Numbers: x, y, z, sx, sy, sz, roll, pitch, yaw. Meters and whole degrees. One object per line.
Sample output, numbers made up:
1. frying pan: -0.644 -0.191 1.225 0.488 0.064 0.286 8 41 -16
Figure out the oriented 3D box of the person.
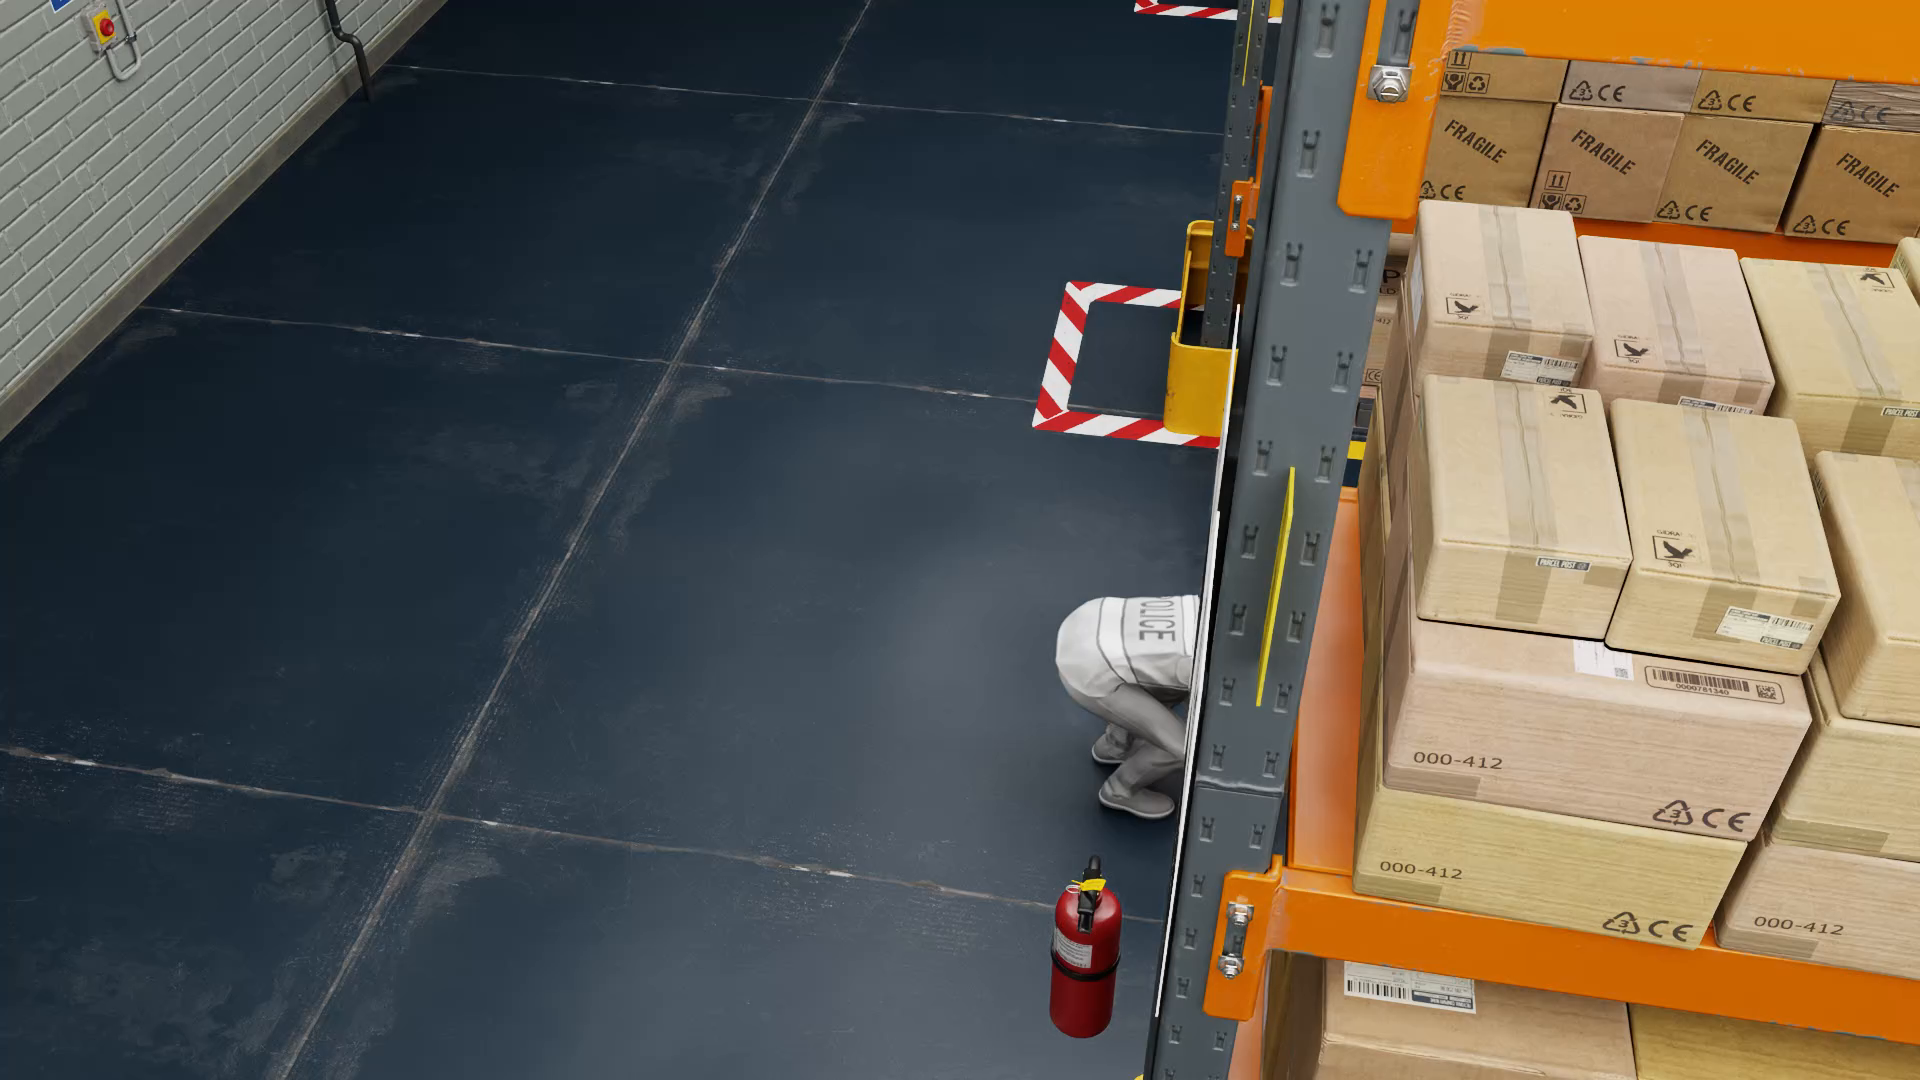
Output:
1. person: 0.800 0.565 6.021 0.917 0.990 0.460 5 41 6
